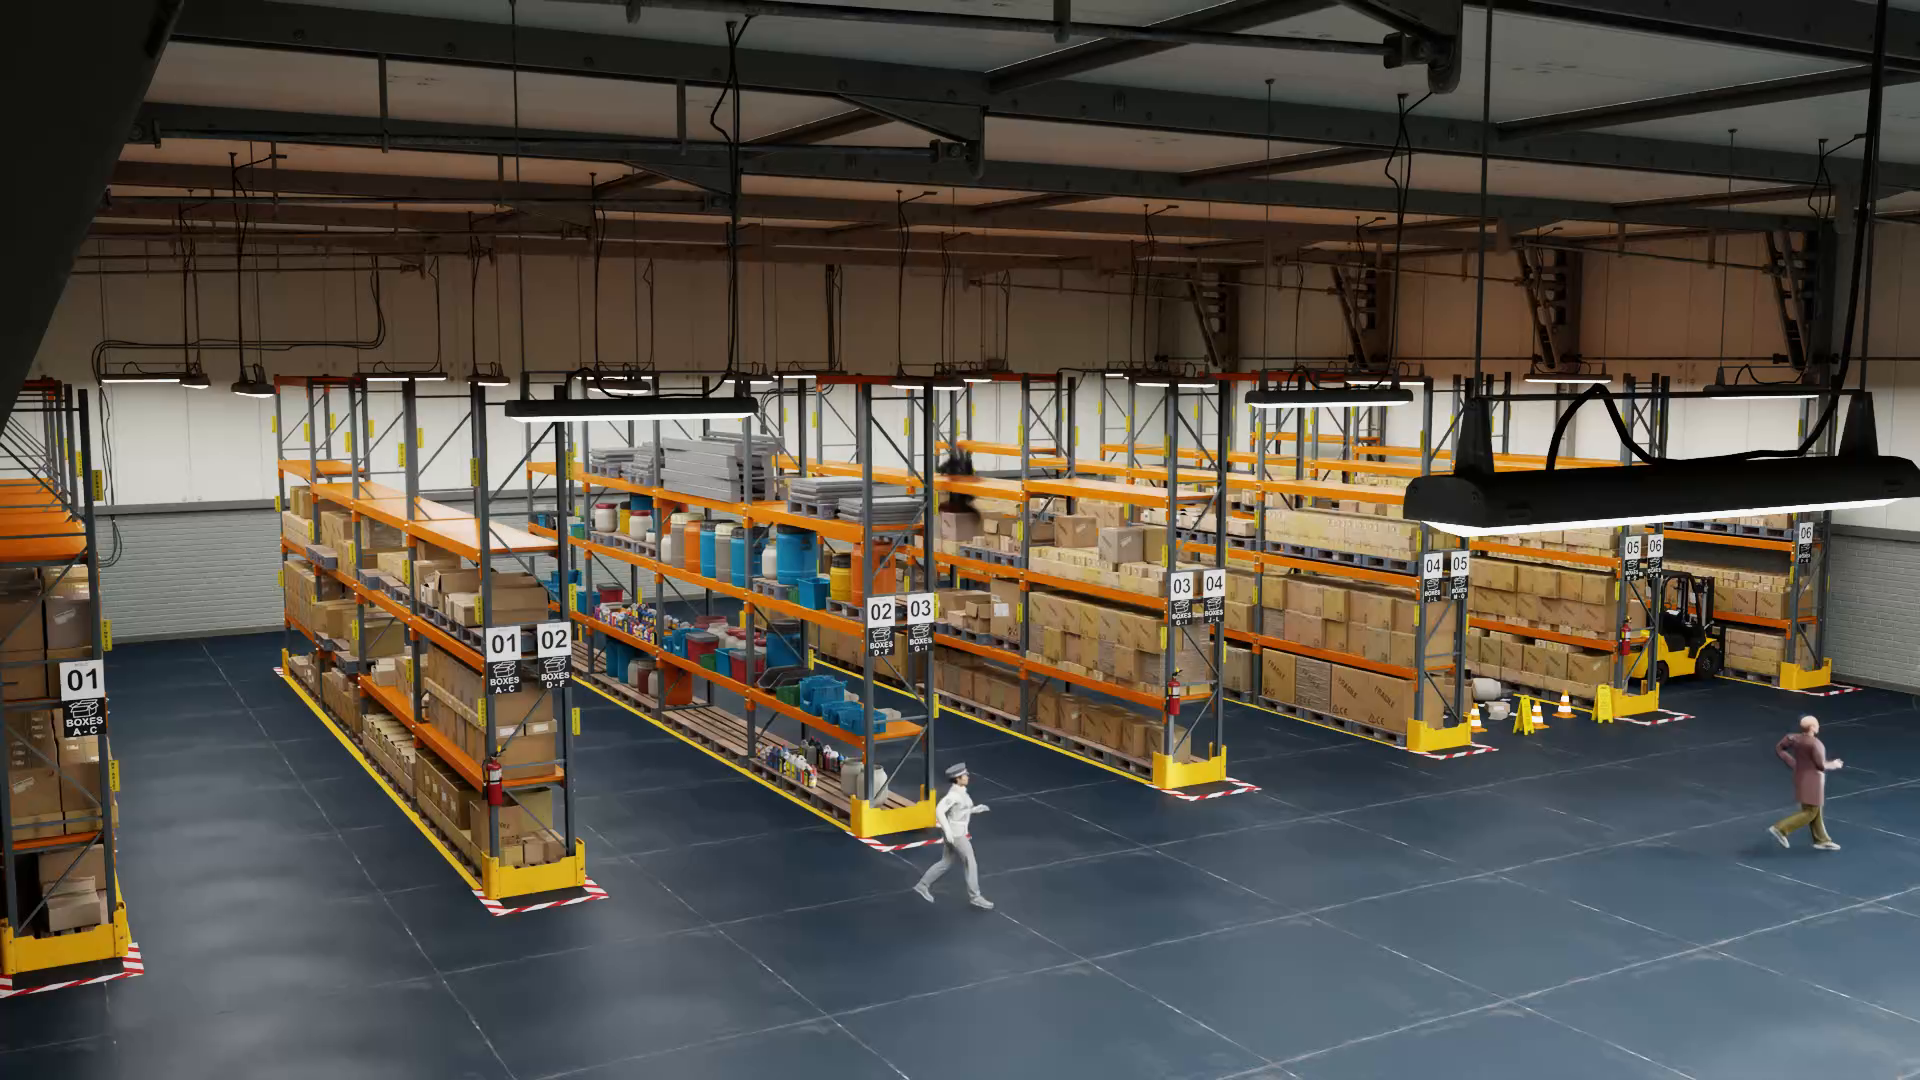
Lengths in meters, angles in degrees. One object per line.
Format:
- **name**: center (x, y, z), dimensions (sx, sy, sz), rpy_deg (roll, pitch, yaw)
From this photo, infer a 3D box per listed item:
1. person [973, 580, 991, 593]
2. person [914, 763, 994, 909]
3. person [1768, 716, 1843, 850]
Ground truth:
- **person**: center (0.514, 0.867, 42.199), dimensions (0.870, 1.726, 0.651), rpy_deg (3, 7, 26)
- **person**: center (-0.061, 3.383, 19.051), dimensions (0.909, 1.698, 0.600), rpy_deg (0, 6, -3)
- **person**: center (10.801, 3.113, 21.199), dimensions (1.047, 1.768, 0.708), rpy_deg (-1, 6, -6)
